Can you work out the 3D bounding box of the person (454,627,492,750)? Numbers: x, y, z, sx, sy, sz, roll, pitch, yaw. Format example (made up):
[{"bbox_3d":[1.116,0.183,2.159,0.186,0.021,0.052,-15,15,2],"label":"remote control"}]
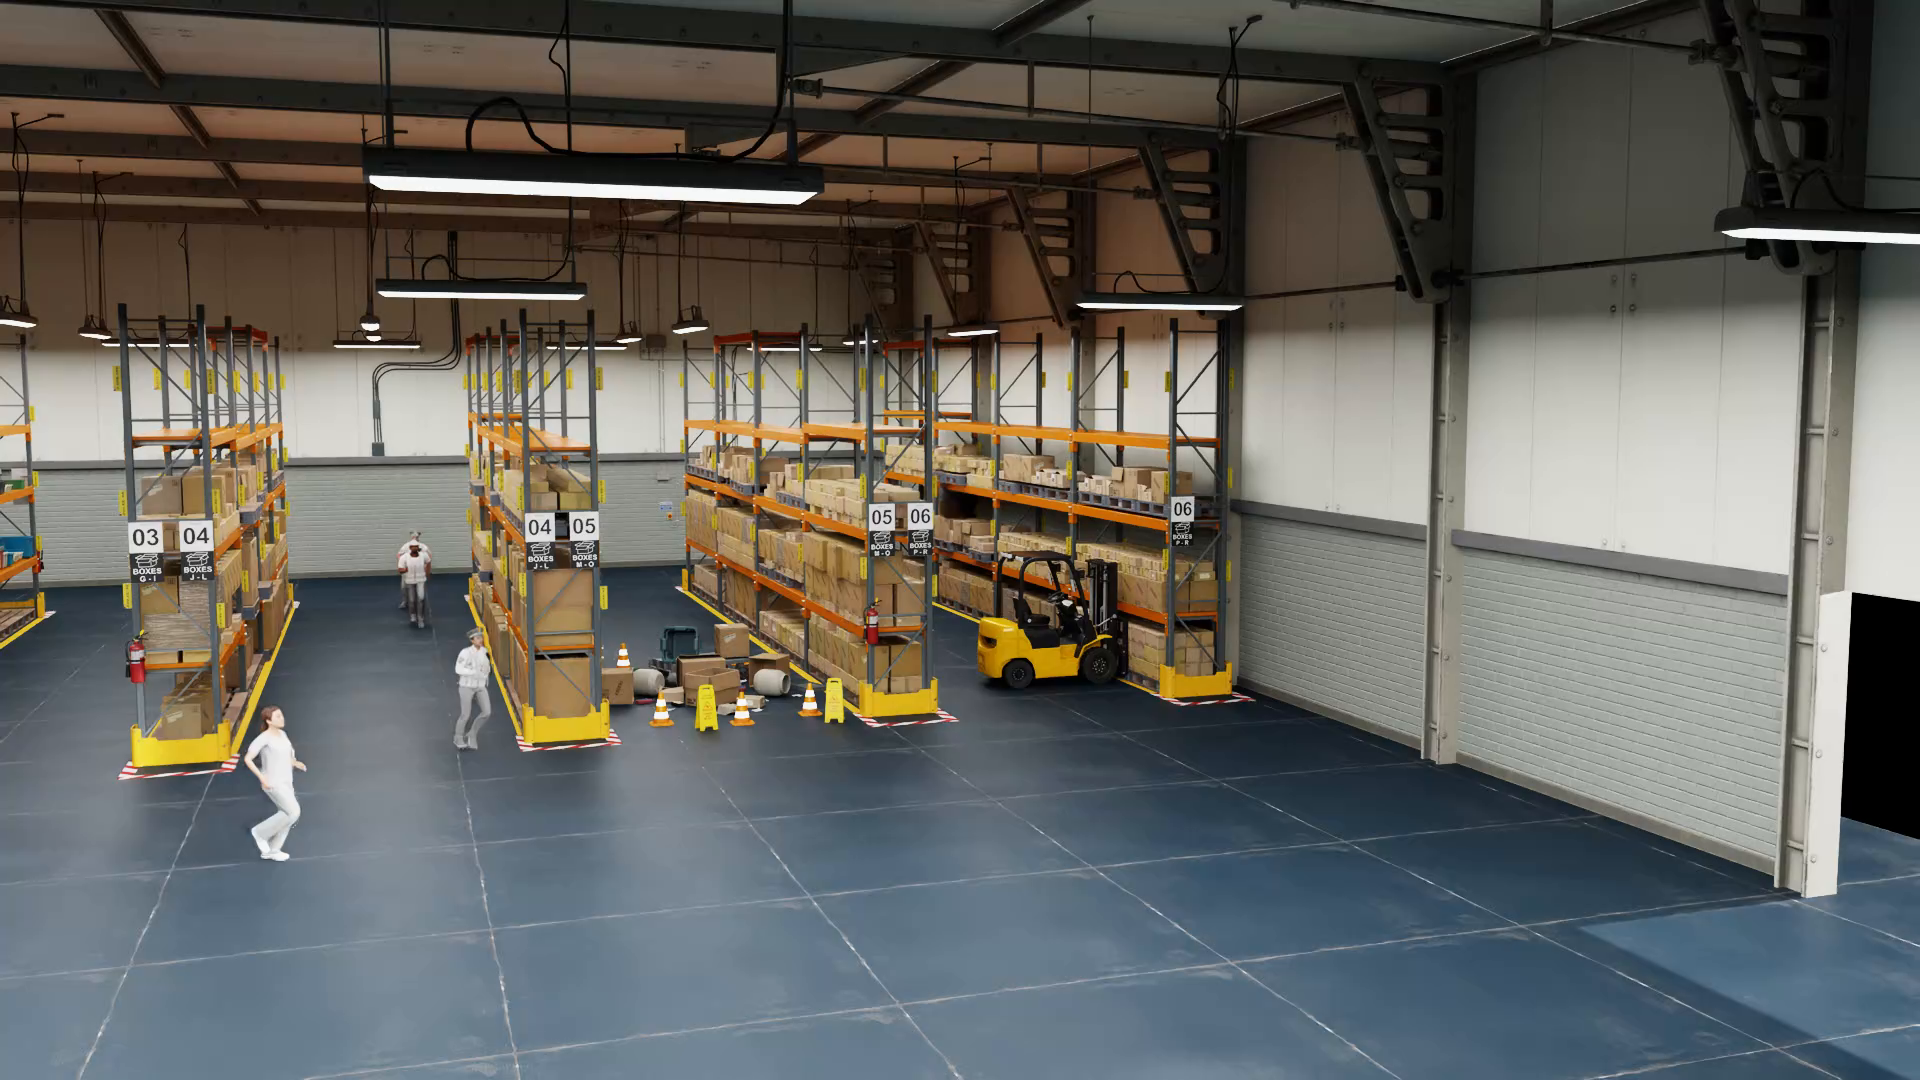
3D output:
[{"bbox_3d":[-6.590,2.027,22.690,0.652,1.694,0.618,5,8,44],"label":"person"}]

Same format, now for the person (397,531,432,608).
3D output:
[{"bbox_3d":[-12.120,0.654,36.816,0.705,1.731,0.578,0,5,-2],"label":"person"}]

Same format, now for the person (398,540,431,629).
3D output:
[{"bbox_3d":[-11.175,0.890,34.092,0.635,1.814,0.841,-2,6,-16],"label":"person"}]

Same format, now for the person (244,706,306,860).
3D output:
[{"bbox_3d":[-7.117,2.545,17.396,0.553,1.630,0.557,1,5,9],"label":"person"}]
